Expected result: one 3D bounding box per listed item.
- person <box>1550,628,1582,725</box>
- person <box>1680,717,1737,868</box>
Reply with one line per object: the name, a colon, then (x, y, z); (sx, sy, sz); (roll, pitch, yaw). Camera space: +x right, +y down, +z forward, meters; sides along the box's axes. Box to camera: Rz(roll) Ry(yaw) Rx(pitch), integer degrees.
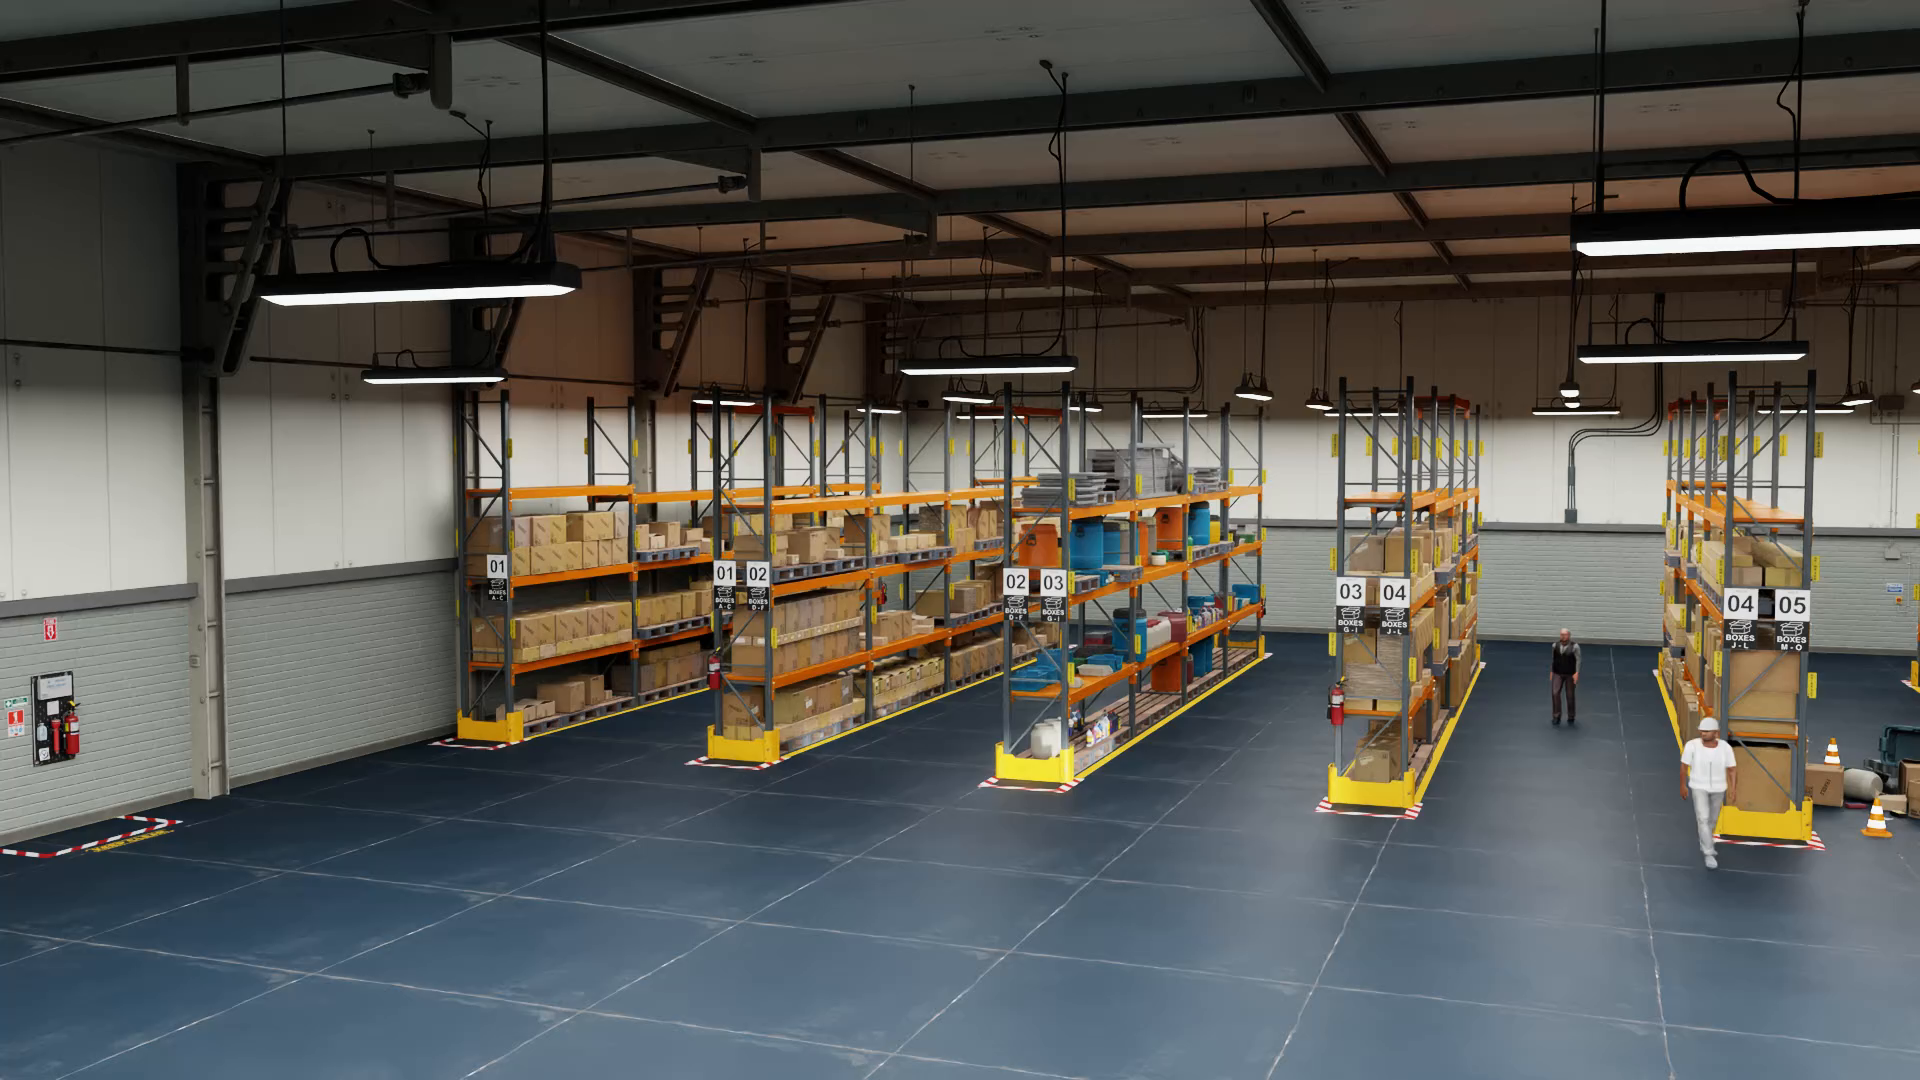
person: (11.026, 2.482, 30.321); (0.591, 1.747, 0.632); (3, 4, 39)
person: (9.047, 3.004, 20.056); (0.599, 1.722, 0.930); (1, 3, 10)
